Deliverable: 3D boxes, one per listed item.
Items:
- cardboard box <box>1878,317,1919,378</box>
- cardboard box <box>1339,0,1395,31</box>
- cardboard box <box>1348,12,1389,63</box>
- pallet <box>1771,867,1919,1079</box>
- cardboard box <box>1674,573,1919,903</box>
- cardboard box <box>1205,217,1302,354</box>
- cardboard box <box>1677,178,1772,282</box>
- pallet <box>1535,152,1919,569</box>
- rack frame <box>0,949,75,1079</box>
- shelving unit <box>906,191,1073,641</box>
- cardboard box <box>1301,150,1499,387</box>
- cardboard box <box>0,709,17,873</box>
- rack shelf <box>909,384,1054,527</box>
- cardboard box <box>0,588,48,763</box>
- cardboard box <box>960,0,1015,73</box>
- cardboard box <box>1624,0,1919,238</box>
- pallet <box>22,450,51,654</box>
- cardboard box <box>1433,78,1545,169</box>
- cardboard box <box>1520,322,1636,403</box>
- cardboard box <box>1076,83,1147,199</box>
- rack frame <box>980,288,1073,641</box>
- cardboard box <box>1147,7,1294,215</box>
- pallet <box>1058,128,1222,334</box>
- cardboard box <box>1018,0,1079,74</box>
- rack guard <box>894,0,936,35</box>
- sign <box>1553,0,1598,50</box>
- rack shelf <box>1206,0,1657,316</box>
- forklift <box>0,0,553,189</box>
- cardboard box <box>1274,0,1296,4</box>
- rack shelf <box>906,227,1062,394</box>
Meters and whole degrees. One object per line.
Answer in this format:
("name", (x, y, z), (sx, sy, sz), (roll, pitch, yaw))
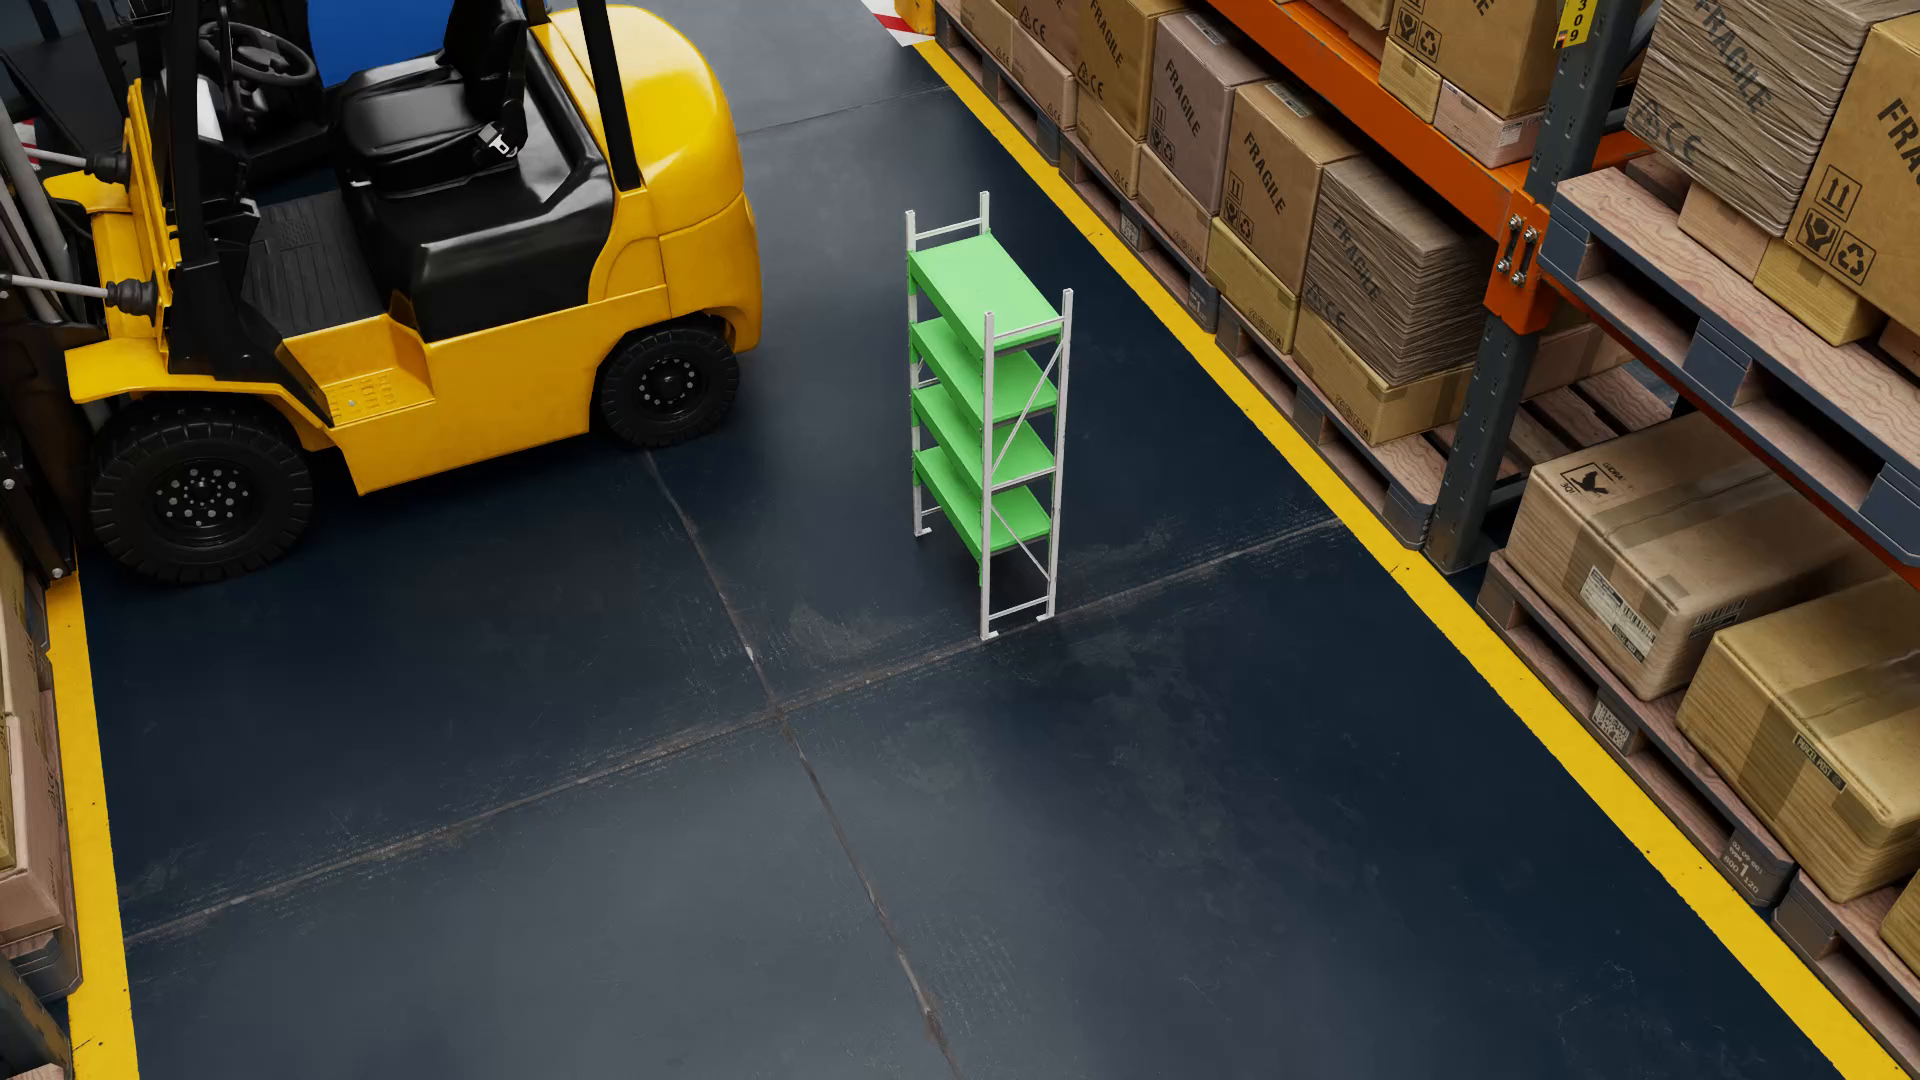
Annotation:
("cardboard box", (2.156, -0.431, 3.431), (0.380, 0.149, 0.250), (-15, 47, -15))
("cardboard box", (1.290, -1.814, 4.669), (0.500, 0.500, 0.500), (-17, 47, -16))
("cardboard box", (1.363, -1.508, 4.822), (0.380, 0.149, 0.250), (-18, 47, -17))
("pallet", (2.770, 1.130, 3.954), (1.003, 0.211, 1.213), (-18, 47, -17))
("cardboard box", (2.453, 0.440, 4.240), (0.950, 0.372, 0.625), (-15, 47, -15))
("cardboard box", (1.199, -0.941, 5.727), (0.500, 0.250, 0.500), (-19, 48, -18))
("cardboard box", (1.871, -0.751, 3.755), (0.380, 0.149, 0.250), (-17, 47, -17))
("pallet", (2.114, -0.538, 3.796), (1.003, 0.211, 1.213), (-18, 47, -17))
("rack frame", (-2.577, 0.332, 2.778), (1.000, 3.000, 0.127), (-18, 47, -17))
("shelving unit", (0.070, -0.322, 4.722), (0.258, 1.200, 0.503), (-18, 47, -17))
("cardboard box", (1.433, -0.872, 5.123), (0.500, 0.500, 0.500), (-19, 48, -18))
("cardboard box", (-2.501, 0.584, 3.826), (0.500, 0.250, 0.500), (-18, 47, -18))
("rack shelf", (0.070, -0.276, 4.767), (0.258, 0.148, 0.480), (-18, 47, -17))
("cardboard box", (-2.708, 0.436, 4.331), (0.500, 0.250, 0.500), (-19, 48, -18))
("cardboard box", (0.331, -2.261, 7.064), (0.500, 0.250, 0.500), (-18, 48, -18))
("cardboard box", (1.862, -1.044, 3.590), (0.500, 0.500, 0.500), (-17, 47, -16))
("pallet", (-3.391, 0.027, 5.073), (1.003, 0.211, 1.213), (-18, 47, -17))
("cardboard box", (1.513, -1.162, 4.471), (0.380, 0.149, 0.250), (-18, 48, -18))
("cardboard box", (1.922, -0.763, 5.546), (0.500, 0.250, 0.500), (-20, 48, -19))
("cardboard box", (0.780, -1.589, 6.383), (0.500, 0.250, 0.500), (-15, 47, -15))
("rack frame", (0.172, -0.166, 4.564), (0.240, 1.200, 0.015), (-18, 47, -17))
("cardboard box", (1.001, -1.520, 5.780), (0.500, 0.500, 0.500), (-16, 47, -15))
("pallet", (1.093, -1.340, 6.458), (1.003, 0.211, 1.213), (-18, 47, -17))
("cardboard box", (0.565, -2.181, 6.449), (0.500, 0.500, 0.500), (-20, 48, -19))
("rack guard", (0.275, -2.747, 7.678), (1.175, 0.500, 0.348), (-18, 47, -17))
("sign", (1.436, -1.279, 3.795), (0.100, 0.325, 0.005), (-18, 47, -17))
("rack shelf", (1.084, -2.155, 5.810), (1.077, 0.370, 4.000), (-18, 47, -17))
("forklift", (-3.210, -2.700, 5.899), (3.031, 2.935, 1.130), (-30, 52, -27))
("cardboard box", (1.083, -1.808, 5.126), (0.380, 0.149, 0.250), (-19, 48, -18))
("rack shelf", (0.070, -0.618, 4.429), (0.258, 0.148, 0.480), (-18, 47, -17))
